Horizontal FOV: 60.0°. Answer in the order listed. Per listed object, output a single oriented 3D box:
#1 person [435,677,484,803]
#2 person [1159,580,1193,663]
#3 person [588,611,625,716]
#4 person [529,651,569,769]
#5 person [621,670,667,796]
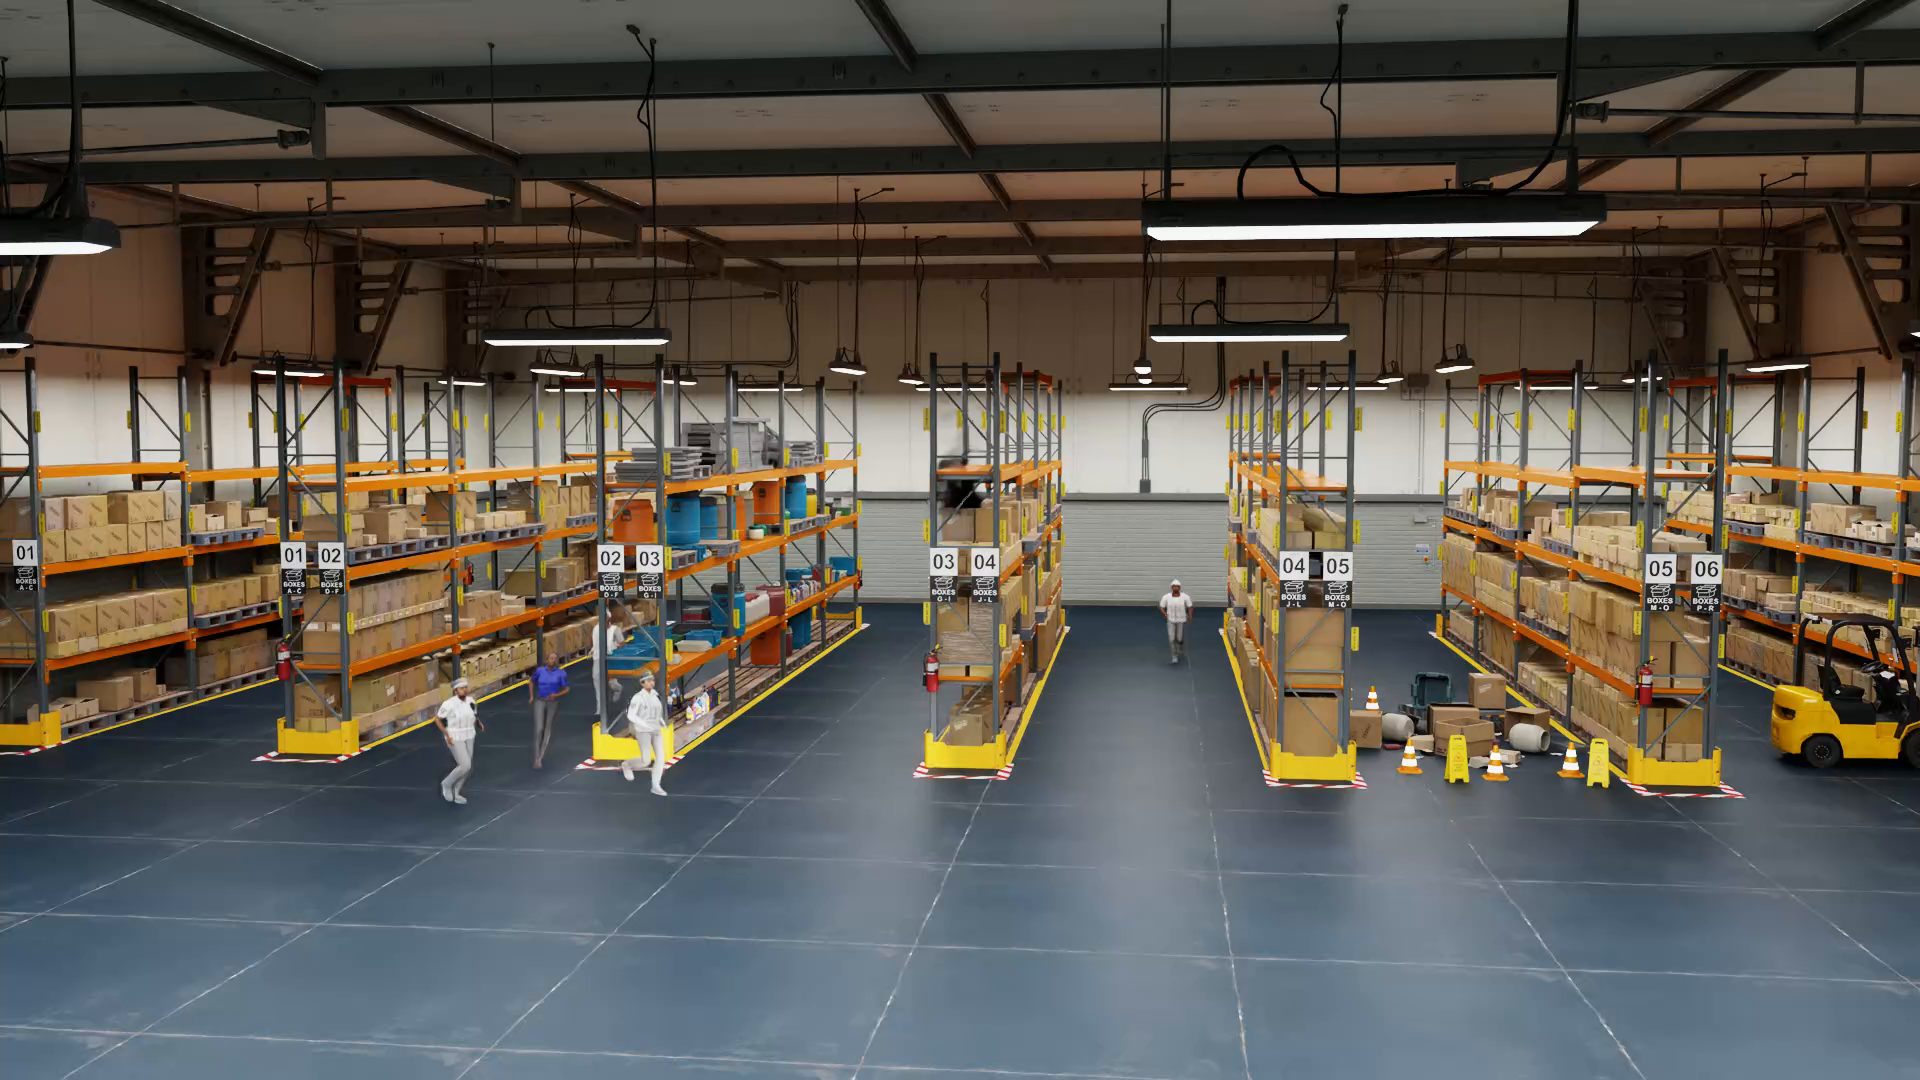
[{"bbox_3d":[-6.512,2.624,21.841,0.564,1.668,0.561,3,5,35],"label":"person"},{"bbox_3d":[4.506,1.693,34.729,0.703,1.722,0.588,1,4,10],"label":"person"},{"bbox_3d":[-6.121,2.093,28.750,0.682,1.781,0.912,1,4,8],"label":"person"},{"bbox_3d":[-6.039,2.470,24.438,0.583,1.660,0.795,-1,4,-16],"label":"person"},{"bbox_3d":[-4.240,2.589,22.477,0.774,1.685,0.631,3,5,36],"label":"person"}]
